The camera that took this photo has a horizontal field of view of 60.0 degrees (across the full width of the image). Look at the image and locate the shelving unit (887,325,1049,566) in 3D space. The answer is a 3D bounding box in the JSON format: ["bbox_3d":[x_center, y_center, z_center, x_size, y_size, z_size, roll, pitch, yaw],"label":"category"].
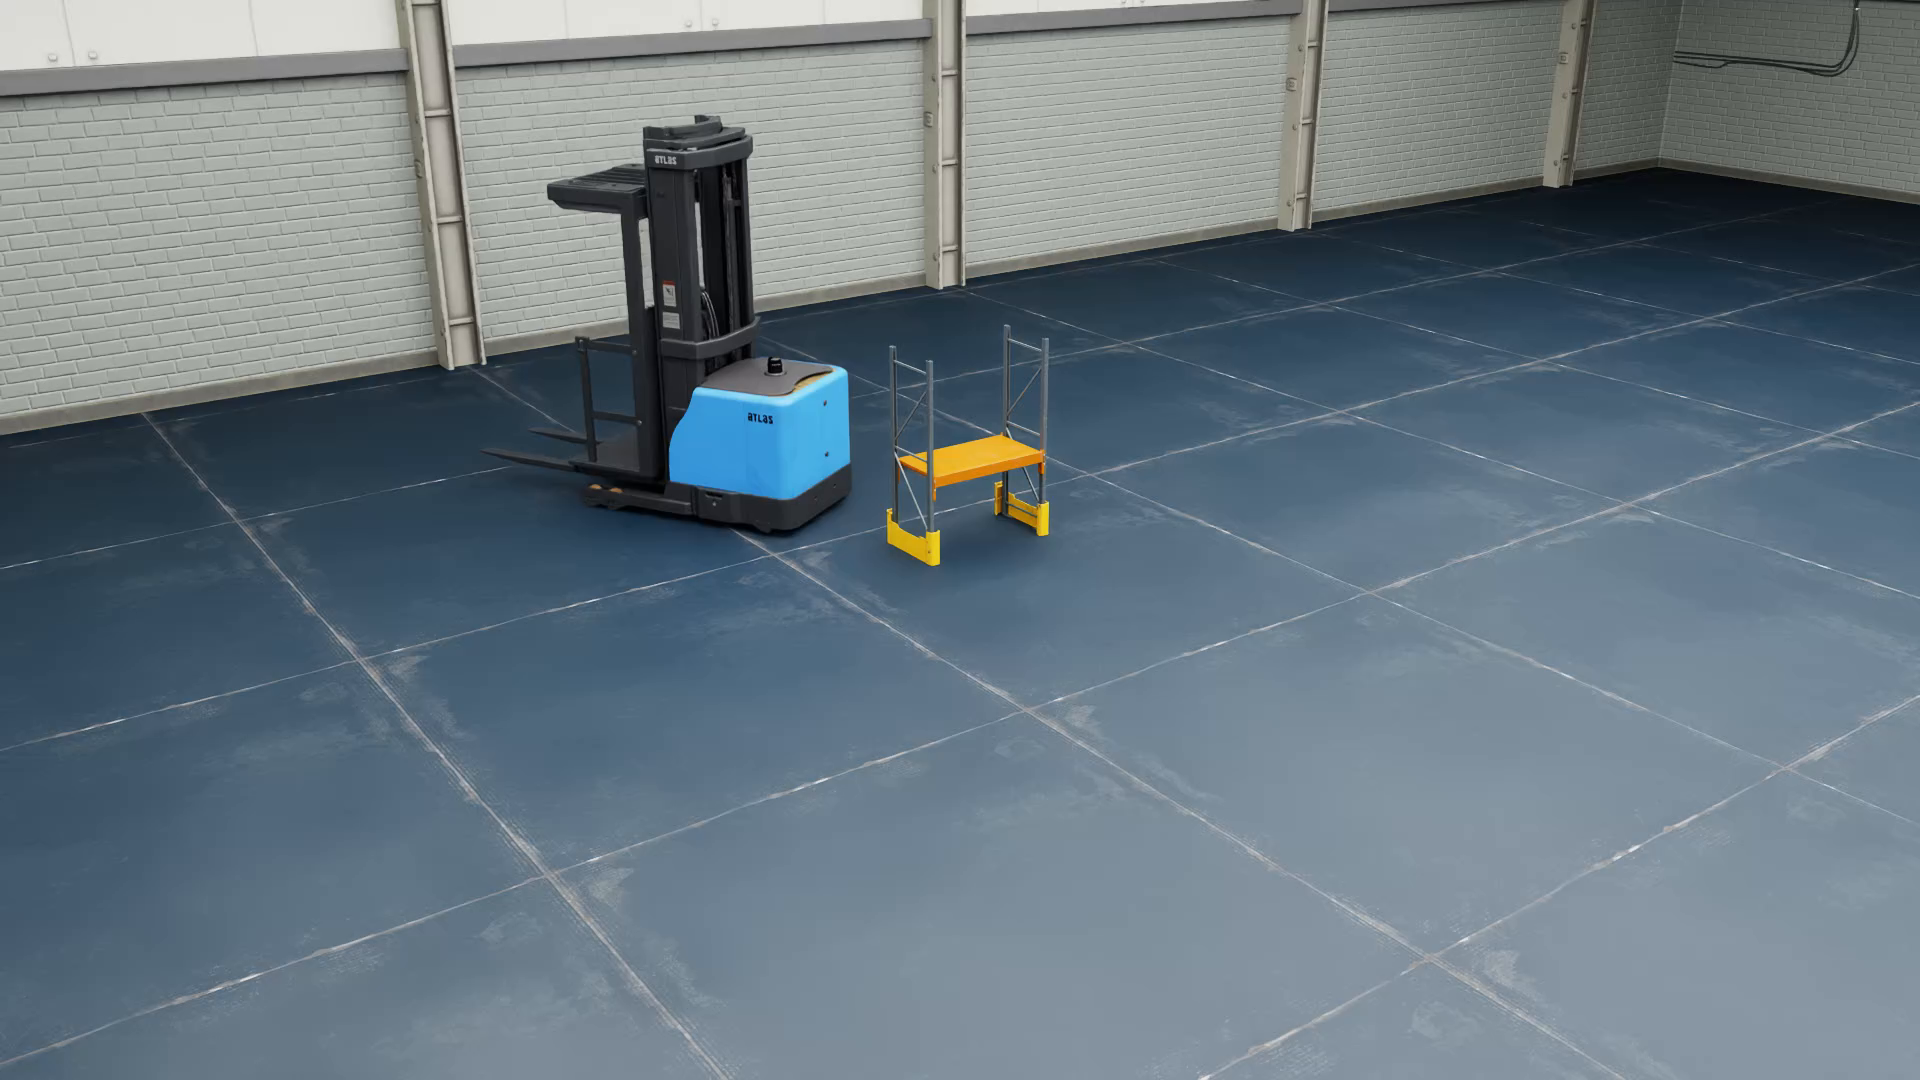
[{"bbox_3d":[0.062,-0.713,12.160,1.083,1.500,0.587,-15,26,-33],"label":"shelving unit"}]

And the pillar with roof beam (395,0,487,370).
[{"bbox_3d":[-2.536,-4.675,11.969,0.400,9.000,9.100,-15,26,-33],"label":"pillar with roof beam"}]

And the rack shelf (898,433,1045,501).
[{"bbox_3d":[0.069,-0.548,12.231,1.000,0.185,0.538,-15,26,-33],"label":"rack shelf"}]

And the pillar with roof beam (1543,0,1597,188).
[{"bbox_3d":[12.075,-8.571,21.733,0.400,9.000,9.100,-15,26,-33],"label":"pillar with roof beam"}]

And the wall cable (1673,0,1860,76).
[{"bbox_3d":[12.725,-8.663,26.155,0.112,2.526,3.097,-15,26,-33],"label":"wall cable"}]

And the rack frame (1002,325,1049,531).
[{"bbox_3d":[0.482,-0.825,12.440,0.032,1.500,0.500,-15,26,-33],"label":"rack frame"}]

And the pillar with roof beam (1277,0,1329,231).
[{"bbox_3d":[7.205,-7.272,18.478,0.400,9.000,9.100,-15,26,-33],"label":"pillar with roof beam"}]

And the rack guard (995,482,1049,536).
[{"bbox_3d":[0.466,-0.240,12.662,0.087,0.250,0.587,-15,26,-33],"label":"rack guard"}]

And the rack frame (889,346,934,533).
[{"bbox_3d":[-0.343,-0.605,11.889,0.032,1.500,0.500,-15,26,-33],"label":"rack frame"}]

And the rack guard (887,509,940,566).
[{"bbox_3d":[-0.342,-0.025,12.121,0.087,0.250,0.587,-15,26,-33],"label":"rack guard"}]

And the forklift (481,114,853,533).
[{"bbox_3d":[-2.413,-1.764,12.864,3.031,2.935,1.130,10,24,23],"label":"forklift"}]

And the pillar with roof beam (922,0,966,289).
[{"bbox_3d":[2.334,-5.973,15.224,0.400,9.000,9.100,-15,26,-33],"label":"pillar with roof beam"}]
